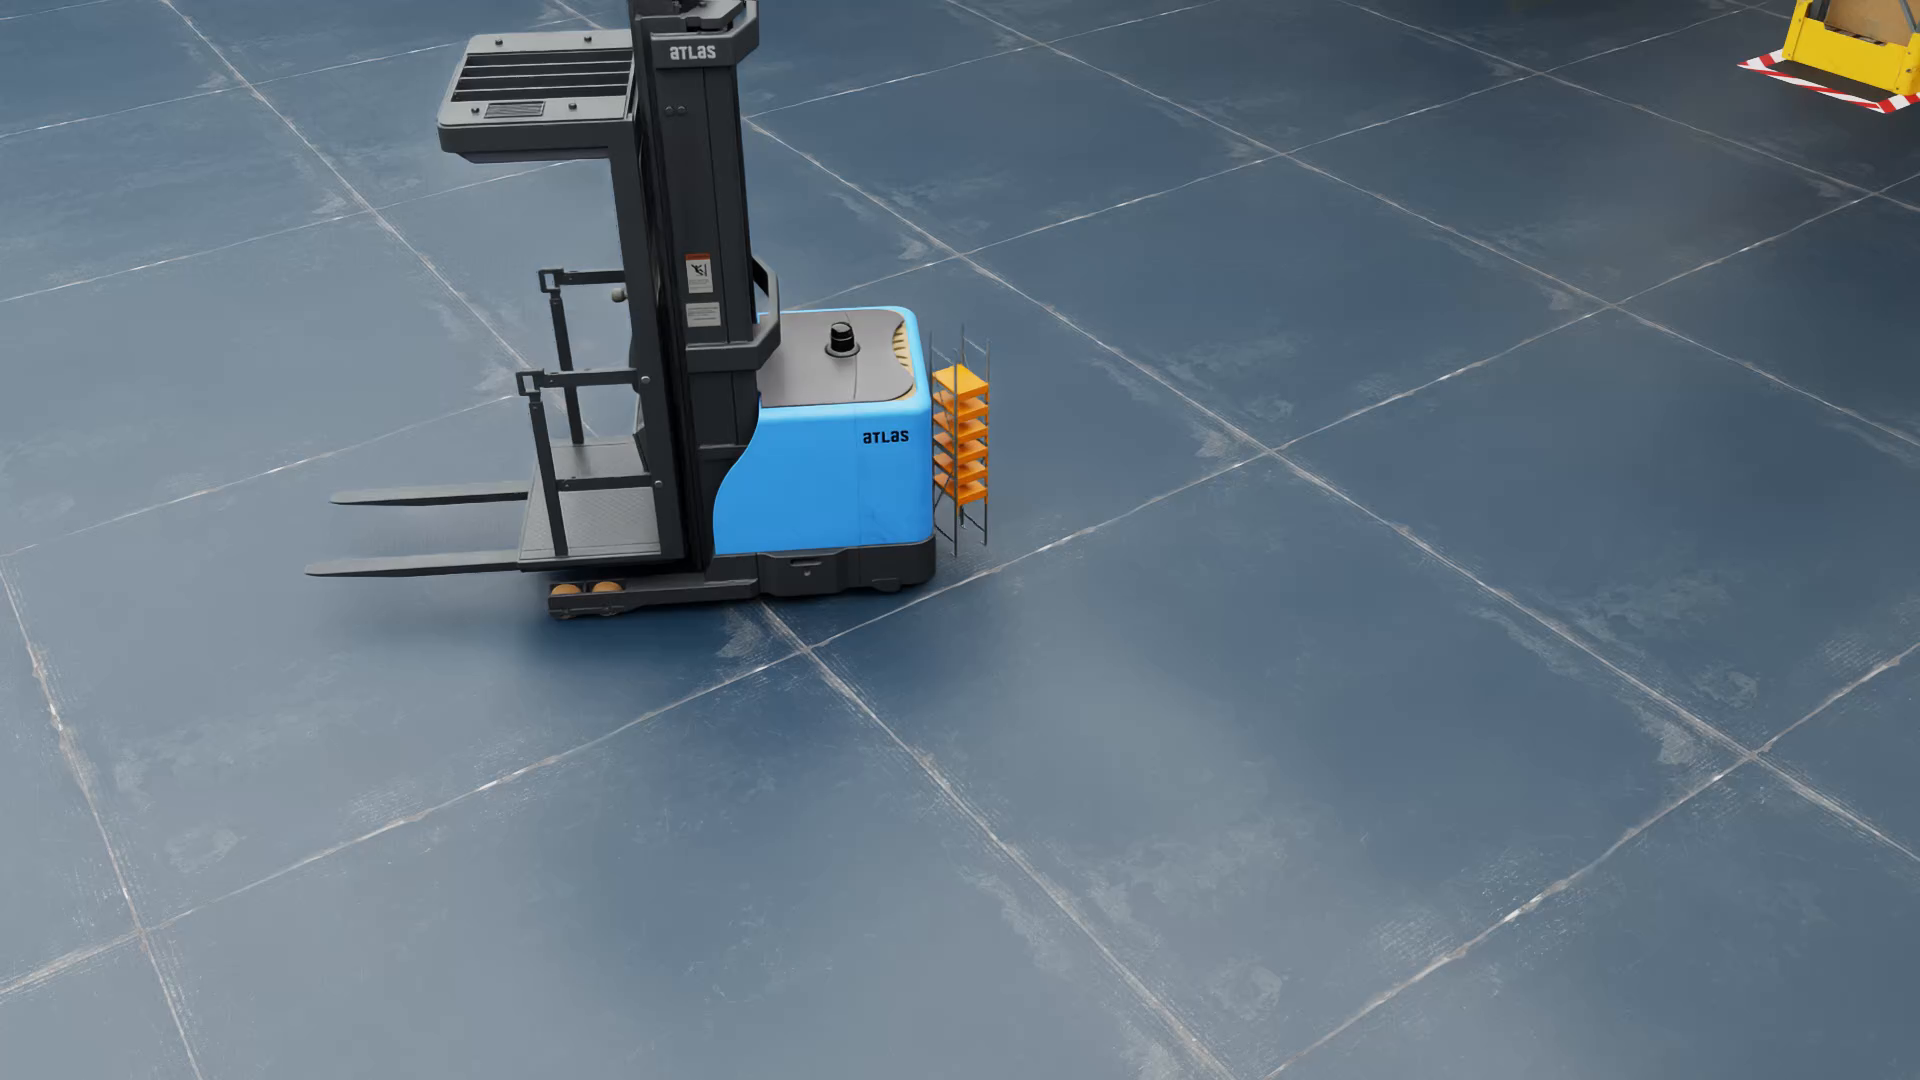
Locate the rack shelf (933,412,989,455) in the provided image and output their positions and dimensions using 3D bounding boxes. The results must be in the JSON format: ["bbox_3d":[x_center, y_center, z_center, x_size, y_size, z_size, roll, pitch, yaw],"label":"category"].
[{"bbox_3d":[-0.004,-0.543,8.162,0.180,0.103,0.258,-21,41,-26],"label":"rack shelf"}]

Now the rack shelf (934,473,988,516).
[{"bbox_3d":[-0.004,-0.251,8.372,0.180,0.103,0.258,-21,41,-26],"label":"rack shelf"}]

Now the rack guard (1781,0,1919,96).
[{"bbox_3d":[7.550,-4.164,13.925,0.348,0.500,1.175,-22,41,-28],"label":"rack guard"}]

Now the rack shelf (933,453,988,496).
[{"bbox_3d":[-0.004,-0.348,8.302,0.180,0.103,0.258,-21,41,-26],"label":"rack shelf"}]

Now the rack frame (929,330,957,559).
[{"bbox_3d":[-0.081,-0.453,8.165,0.006,1.200,0.240,-21,41,-26],"label":"rack frame"}]

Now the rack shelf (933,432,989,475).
[{"bbox_3d":[-0.004,-0.446,8.232,0.180,0.103,0.258,-21,41,-26],"label":"rack shelf"}]

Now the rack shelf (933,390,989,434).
[{"bbox_3d":[-0.004,-0.641,8.092,0.180,0.103,0.258,-21,41,-26],"label":"rack shelf"}]

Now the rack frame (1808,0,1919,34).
[{"bbox_3d":[7.570,-5.187,13.206,0.127,3.000,1.000,-22,41,-28],"label":"rack frame"}]

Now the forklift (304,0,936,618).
[{"bbox_3d":[-1.671,-1.136,7.633,3.031,2.935,1.130,-4,36,-5],"label":"forklift"}]

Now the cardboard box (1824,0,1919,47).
[{"bbox_3d":[8.086,-4.754,14.065,0.875,0.875,0.875,-22,41,-28],"label":"cardboard box"}]

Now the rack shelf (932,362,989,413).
[{"bbox_3d":[-0.004,-0.738,8.022,0.180,0.103,0.258,-21,41,-26],"label":"rack shelf"}]

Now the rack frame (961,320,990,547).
[{"bbox_3d":[0.072,-0.511,8.246,0.006,1.200,0.240,-21,41,-26],"label":"rack frame"}]

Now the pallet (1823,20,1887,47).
[{"bbox_3d":[8.179,-4.361,14.446,1.213,0.211,1.003,-22,41,-28],"label":"pallet"}]

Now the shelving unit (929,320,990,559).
[{"bbox_3d":[-0.004,-0.482,8.206,0.189,1.200,0.258,-21,41,-26],"label":"shelving unit"}]
